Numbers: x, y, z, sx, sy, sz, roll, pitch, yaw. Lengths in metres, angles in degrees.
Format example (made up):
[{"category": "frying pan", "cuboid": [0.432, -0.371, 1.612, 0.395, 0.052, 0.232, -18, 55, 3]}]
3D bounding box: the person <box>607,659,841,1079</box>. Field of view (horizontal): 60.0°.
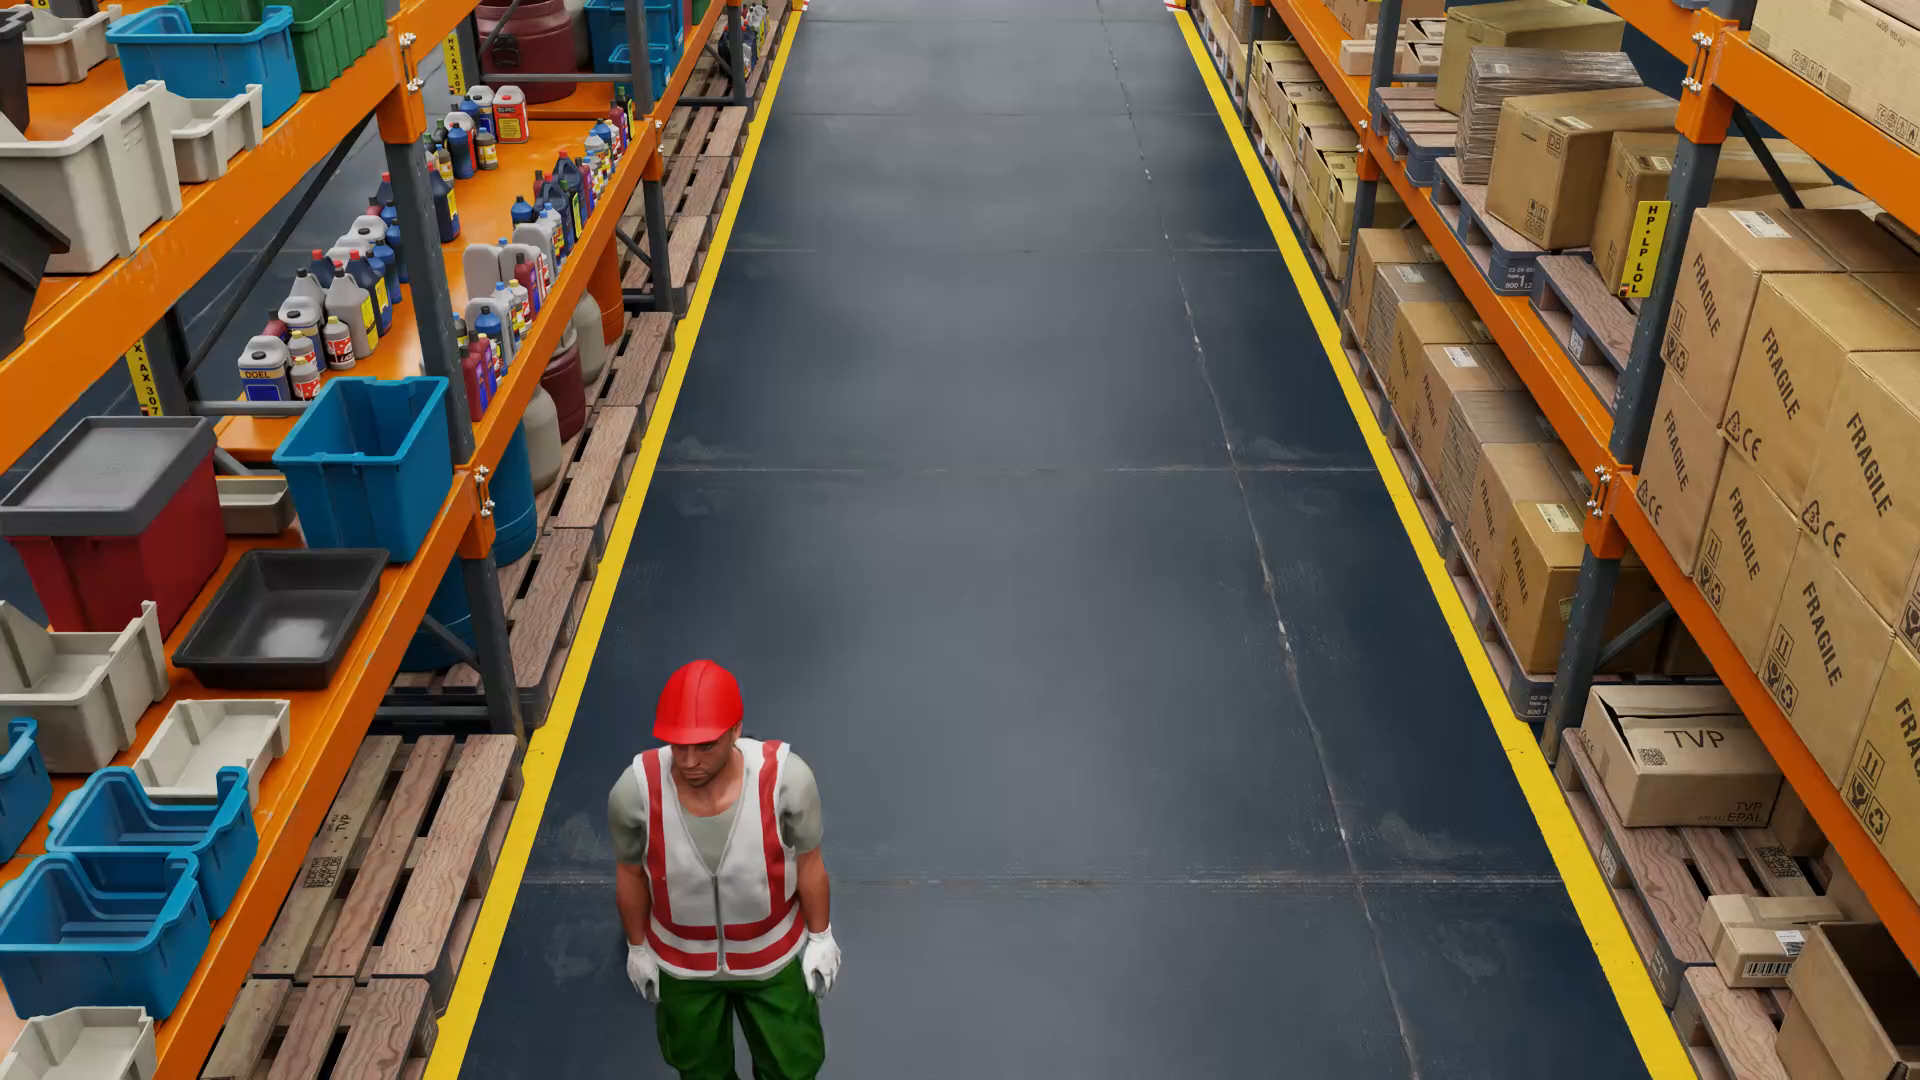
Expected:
[{"category": "person", "cuboid": [-0.595, 1.048, 4.332, 0.565, 1.780, 0.514, -2, 31, -4]}]
